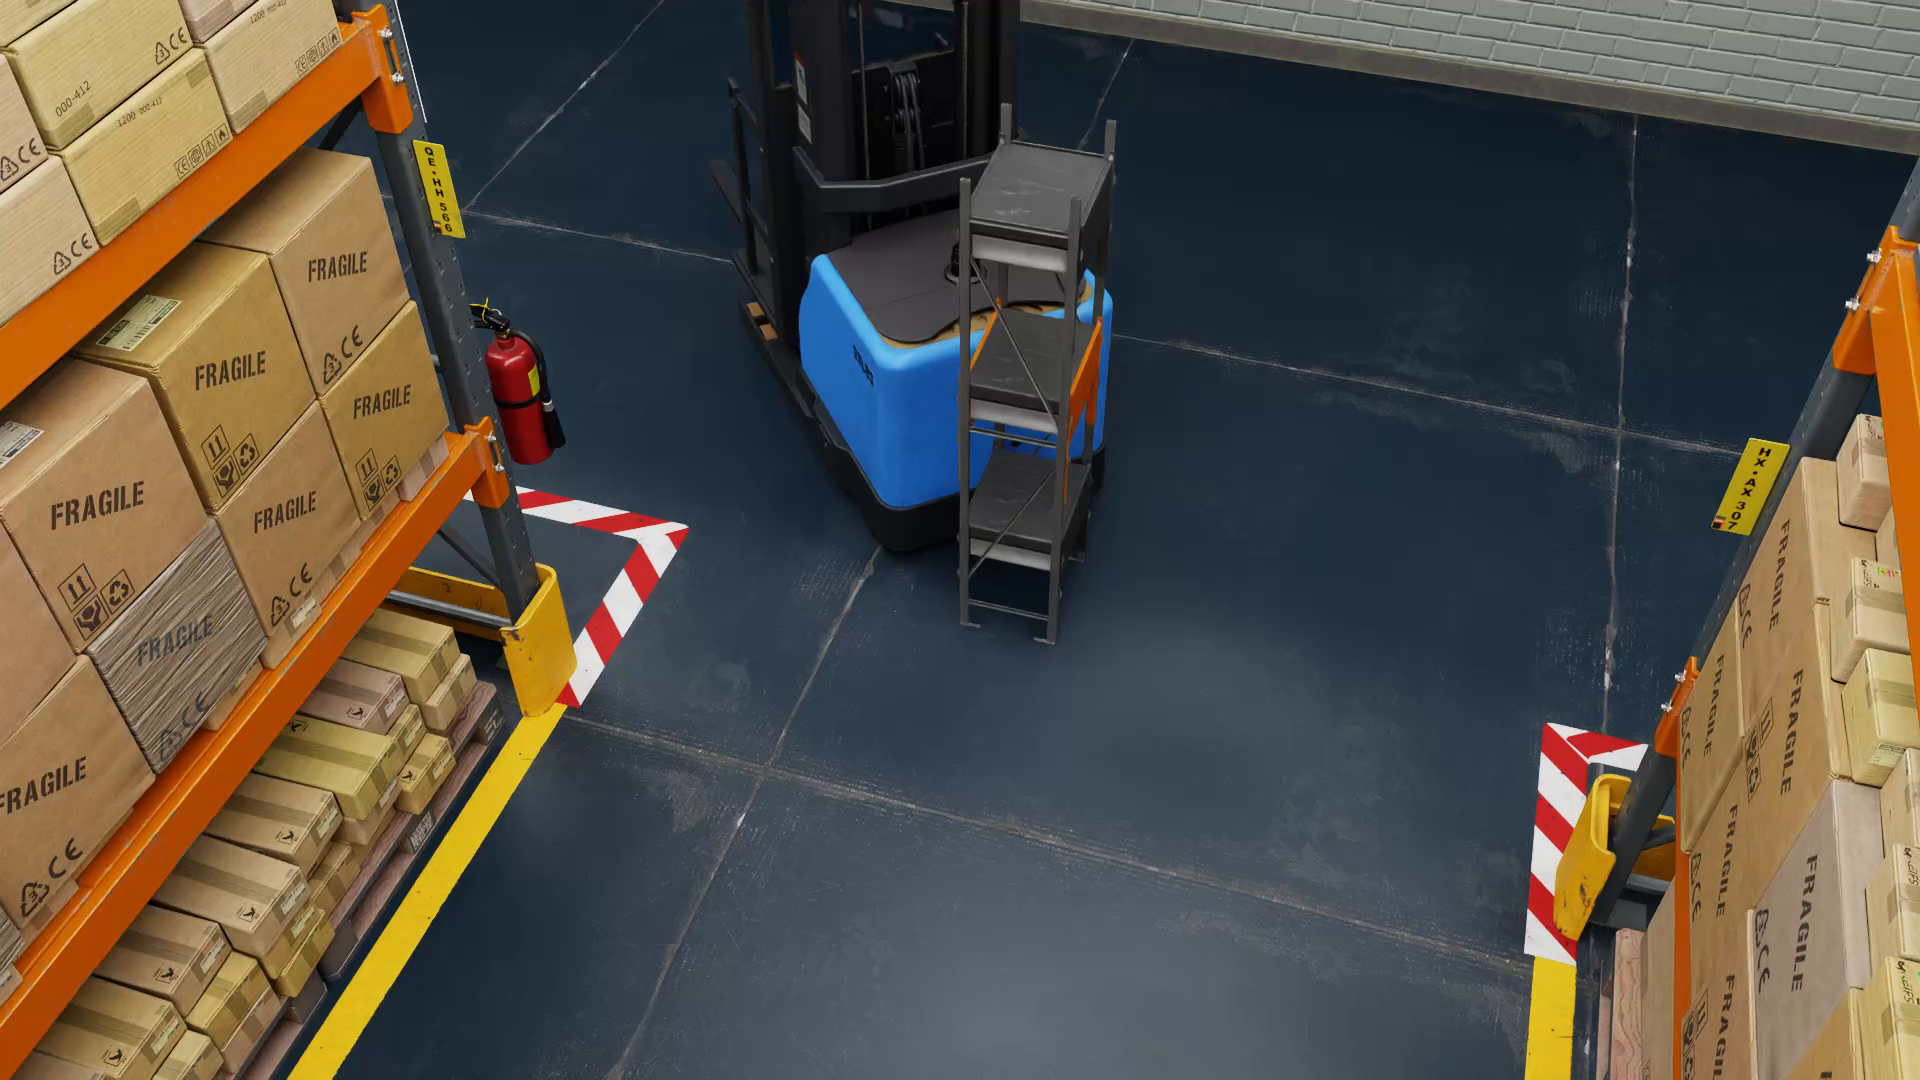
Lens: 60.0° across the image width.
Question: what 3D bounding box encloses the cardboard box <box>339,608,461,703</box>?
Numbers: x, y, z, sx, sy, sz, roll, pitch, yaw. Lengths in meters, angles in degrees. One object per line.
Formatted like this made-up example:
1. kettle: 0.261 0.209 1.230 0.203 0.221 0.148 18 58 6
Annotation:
1. cardboard box: -2.016 0.401 5.908 0.380 0.149 0.250 13 46 13

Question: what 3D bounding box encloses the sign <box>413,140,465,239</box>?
1. sign: -1.575 -1.058 5.032 0.100 0.325 0.005 13 46 13

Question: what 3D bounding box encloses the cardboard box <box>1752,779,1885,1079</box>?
1. cardboard box: 1.935 0.876 3.323 0.500 0.500 0.500 12 46 12

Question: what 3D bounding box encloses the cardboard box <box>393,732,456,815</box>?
1. cardboard box: -2.040 0.795 5.930 0.380 0.149 0.250 14 46 14

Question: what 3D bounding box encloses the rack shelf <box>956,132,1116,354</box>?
1. rack shelf: 0.263 -1.021 5.710 0.431 0.518 0.480 12 46 12

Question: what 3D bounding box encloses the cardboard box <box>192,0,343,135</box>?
1. cardboard box: -1.983 -1.321 4.317 0.500 0.250 0.500 12 46 12

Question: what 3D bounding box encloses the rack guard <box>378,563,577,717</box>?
1. rack guard: -2.121 0.282 6.503 1.175 0.500 0.348 13 46 13

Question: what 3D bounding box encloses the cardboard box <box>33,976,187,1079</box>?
1. cardboard box: -2.510 1.438 4.847 0.380 0.149 0.250 13 46 13

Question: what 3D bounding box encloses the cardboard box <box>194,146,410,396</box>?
1. cardboard box: -1.999 -0.804 4.827 0.500 0.500 0.500 12 46 12

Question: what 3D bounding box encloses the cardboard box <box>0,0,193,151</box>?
1. cardboard box: -2.148 -1.157 3.792 0.500 0.250 0.500 11 46 11

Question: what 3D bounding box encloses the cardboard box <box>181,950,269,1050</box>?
1. cardboard box: -2.381 1.374 5.125 0.380 0.149 0.250 15 46 15

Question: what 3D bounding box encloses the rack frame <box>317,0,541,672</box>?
1. rack frame: -2.098 -0.662 5.681 1.000 3.000 0.127 13 46 13

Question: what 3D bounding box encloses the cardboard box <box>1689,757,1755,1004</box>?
1. cardboard box: 2.105 0.885 4.028 0.500 0.500 0.500 12 46 12

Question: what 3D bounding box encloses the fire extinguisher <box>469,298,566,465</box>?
1. fire extinguisher: -1.582 -0.571 5.910 0.296 0.674 0.183 13 46 13

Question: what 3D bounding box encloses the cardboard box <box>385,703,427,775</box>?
1. cardboard box: -2.116 0.675 5.839 0.380 0.149 0.250 12 46 12

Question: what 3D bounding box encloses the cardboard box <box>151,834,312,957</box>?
1. cardboard box: -2.272 1.106 5.187 0.380 0.149 0.250 14 46 14

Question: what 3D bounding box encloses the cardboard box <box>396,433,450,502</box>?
1. cardboard box: -1.927 -0.295 5.486 0.380 0.149 0.250 13 46 13

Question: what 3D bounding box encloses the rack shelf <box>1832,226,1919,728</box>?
1. rack shelf: 2.045 0.837 2.519 1.077 0.370 4.000 13 46 13

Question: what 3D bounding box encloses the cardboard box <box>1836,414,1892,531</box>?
1. cardboard box: 2.279 -0.128 3.885 0.380 0.149 0.250 13 46 13

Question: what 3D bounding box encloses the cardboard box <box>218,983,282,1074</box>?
1. cardboard box: -2.384 1.481 5.229 0.380 0.149 0.250 13 46 13

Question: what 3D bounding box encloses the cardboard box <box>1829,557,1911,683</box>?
1. cardboard box: 2.080 0.211 3.539 0.380 0.149 0.250 14 46 14

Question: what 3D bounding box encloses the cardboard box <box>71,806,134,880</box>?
1. cardboard box: -2.466 0.725 4.443 0.380 0.149 0.250 13 46 13

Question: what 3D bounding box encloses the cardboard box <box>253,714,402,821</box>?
1. cardboard box: -2.105 0.755 5.545 0.380 0.149 0.250 12 46 12

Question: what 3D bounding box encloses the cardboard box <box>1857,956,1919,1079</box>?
1. cardboard box: 1.769 0.897 2.838 0.380 0.149 0.250 12 46 12

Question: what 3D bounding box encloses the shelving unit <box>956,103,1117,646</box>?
1. shelving unit: 0.263 -0.531 6.190 0.431 2.100 0.503 12 46 12

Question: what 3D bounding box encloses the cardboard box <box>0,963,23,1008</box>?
1. cardboard box: -2.559 1.086 4.074 0.380 0.149 0.250 14 46 14

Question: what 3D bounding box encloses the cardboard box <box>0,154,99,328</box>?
1. cardboard box: -2.294 -0.652 3.633 0.500 0.250 0.500 14 46 14

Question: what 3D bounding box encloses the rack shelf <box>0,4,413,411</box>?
1. rack shelf: -2.703 -0.144 3.521 1.077 0.370 4.000 13 46 13

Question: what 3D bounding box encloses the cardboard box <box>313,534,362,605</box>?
1. cardboard box: -2.100 0.033 5.150 0.380 0.149 0.250 12 46 12

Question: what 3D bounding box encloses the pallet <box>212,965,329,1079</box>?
1. pallet: -2.772 1.730 5.230 1.003 0.211 1.213 13 46 13

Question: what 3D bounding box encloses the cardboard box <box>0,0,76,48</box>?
1. cardboard box: -2.140 -1.204 3.555 0.380 0.149 0.250 13 46 13

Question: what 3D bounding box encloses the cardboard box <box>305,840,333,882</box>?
1. cardboard box: -2.321 1.017 5.491 0.380 0.149 0.250 12 46 12

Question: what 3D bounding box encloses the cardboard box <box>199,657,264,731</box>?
1. cardboard box: -2.263 0.377 4.798 0.380 0.149 0.250 11 45 11

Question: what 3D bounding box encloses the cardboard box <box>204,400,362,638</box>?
1. cardboard box: -2.149 -0.108 4.830 0.500 0.500 0.500 12 46 12

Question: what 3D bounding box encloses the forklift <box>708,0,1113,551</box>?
1. forklift: -0.428 -2.041 7.139 1.130 2.935 3.031 -17 47 -17

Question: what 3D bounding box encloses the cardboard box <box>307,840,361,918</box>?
1. cardboard box: -2.264 1.120 5.598 0.380 0.149 0.250 13 46 13

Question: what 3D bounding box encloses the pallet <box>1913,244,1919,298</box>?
1. pallet: 2.436 -0.225 3.153 1.003 0.211 1.213 13 46 13

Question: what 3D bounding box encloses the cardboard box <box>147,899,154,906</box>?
1. cardboard box: -2.798 1.093 5.413 0.380 0.149 0.250 11 45 11

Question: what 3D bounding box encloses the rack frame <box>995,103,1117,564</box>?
1. rack frame: 0.334 -0.694 6.357 0.400 2.100 0.015 12 46 12

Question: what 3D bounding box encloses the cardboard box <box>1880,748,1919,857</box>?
1. cardboard box: 1.988 0.576 3.165 0.380 0.149 0.250 13 46 13

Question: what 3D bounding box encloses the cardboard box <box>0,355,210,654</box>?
1. cardboard box: -2.302 -0.118 4.125 0.500 0.500 0.500 15 46 15

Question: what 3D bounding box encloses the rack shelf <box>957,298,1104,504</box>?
1. rack shelf: 0.263 -0.521 6.199 0.431 0.518 0.480 12 46 12

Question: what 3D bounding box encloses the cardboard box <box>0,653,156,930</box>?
1. cardboard box: -2.455 0.562 4.146 0.500 0.500 0.500 15 46 15

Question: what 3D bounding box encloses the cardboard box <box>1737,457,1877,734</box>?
1. cardboard box: 2.234 0.185 4.028 0.500 0.500 0.500 12 46 12
